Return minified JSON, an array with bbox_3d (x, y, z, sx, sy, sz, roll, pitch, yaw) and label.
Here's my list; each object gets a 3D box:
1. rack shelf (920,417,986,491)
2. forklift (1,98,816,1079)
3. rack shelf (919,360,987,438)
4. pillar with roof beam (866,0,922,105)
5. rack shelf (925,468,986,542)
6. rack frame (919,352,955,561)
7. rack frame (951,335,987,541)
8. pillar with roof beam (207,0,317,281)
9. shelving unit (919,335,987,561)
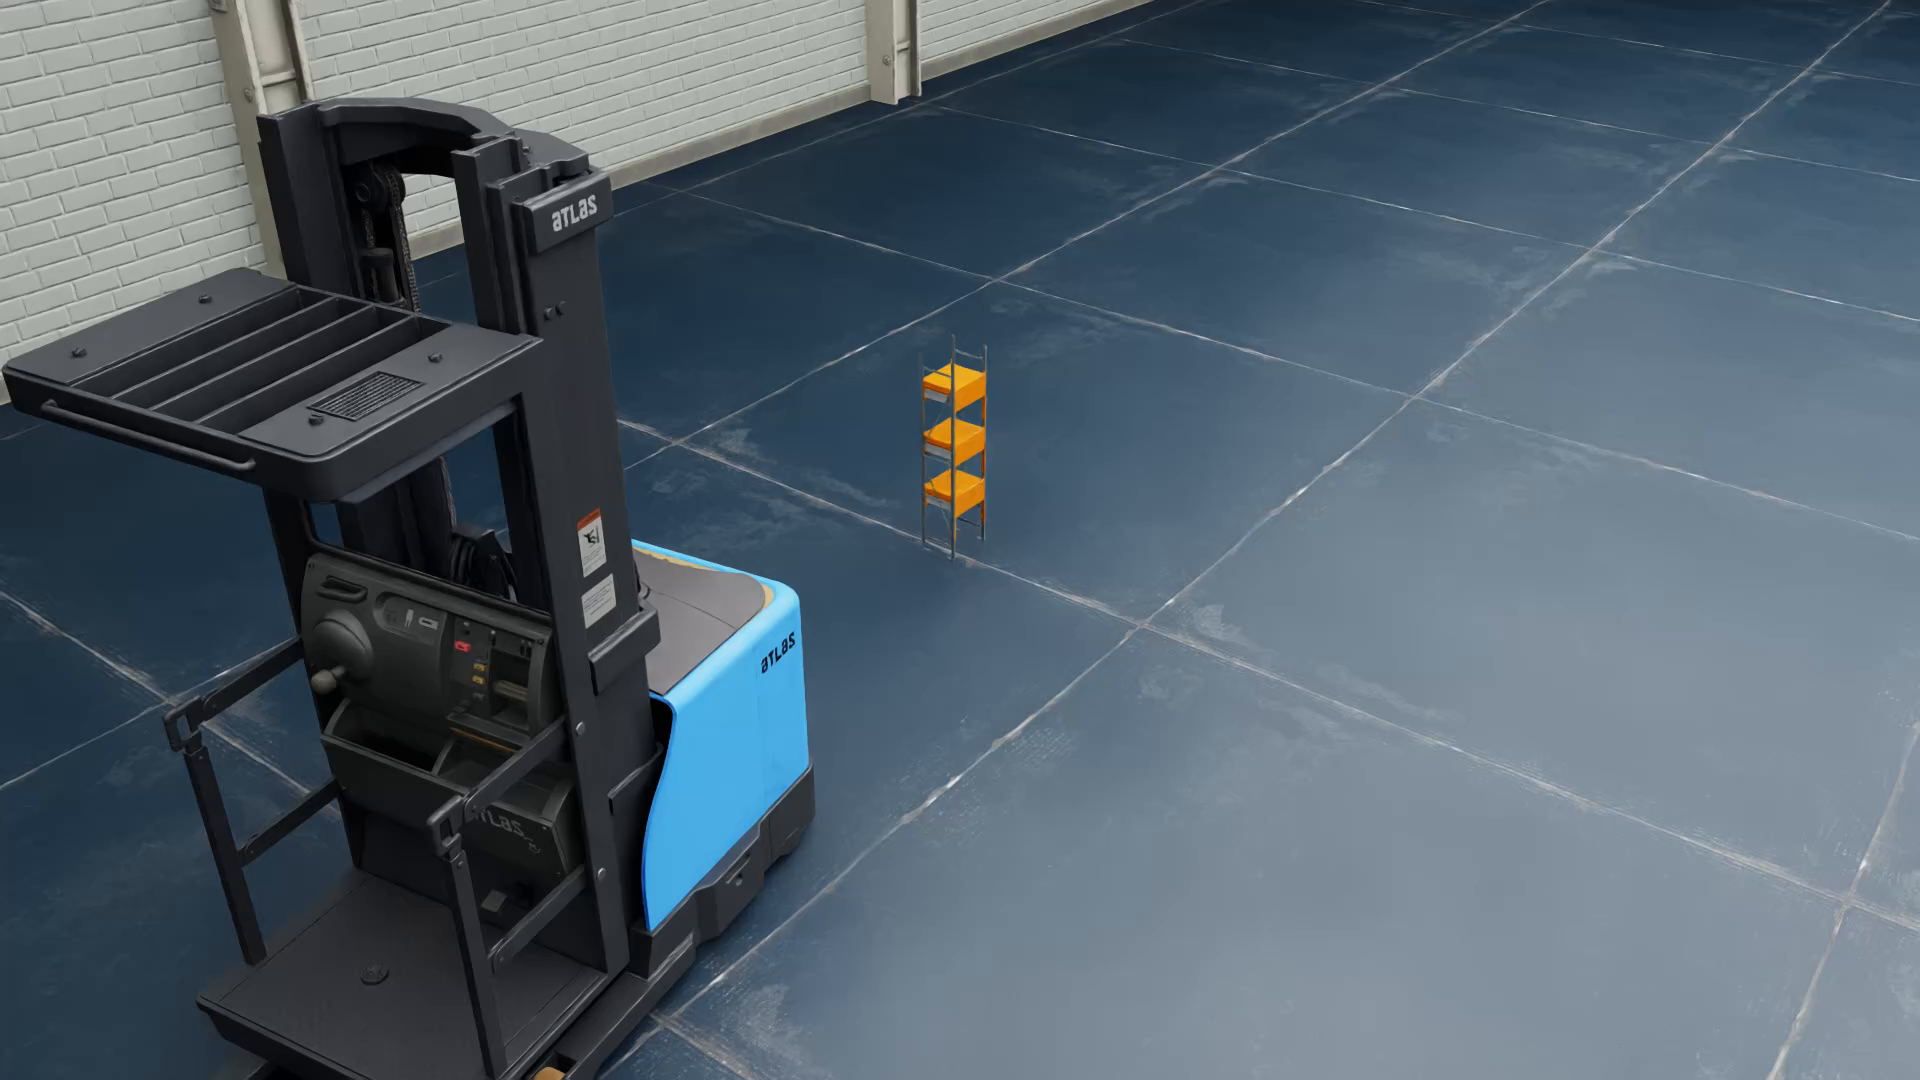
[{"bbox_3d":[-0.032,-0.421,7.951,0.215,0.259,0.240,21,37,31],"label":"rack shelf"},{"bbox_3d":[-1.679,0.380,4.734,1.130,2.935,3.031,15,34,23],"label":"forklift"},{"bbox_3d":[-0.032,-0.665,7.806,0.215,0.259,0.240,21,37,31],"label":"rack shelf"},{"bbox_3d":[2.847,-6.538,10.455,9.100,9.000,0.400,21,37,31],"label":"pillar with roof beam"},{"bbox_3d":[-0.032,-0.182,8.093,0.215,0.259,0.240,21,37,31],"label":"rack shelf"},{"bbox_3d":[-0.106,-0.380,7.862,0.200,1.050,0.008,21,37,31],"label":"rack frame"},{"bbox_3d":[0.041,-0.479,8.029,0.200,1.050,0.008,21,37,31],"label":"rack frame"},{"bbox_3d":[-0.775,-4.099,6.340,9.100,9.000,0.400,21,37,31],"label":"pillar with roof beam"},{"bbox_3d":[-0.032,-0.430,7.946,0.215,1.050,0.252,21,37,31],"label":"shelving unit"}]
